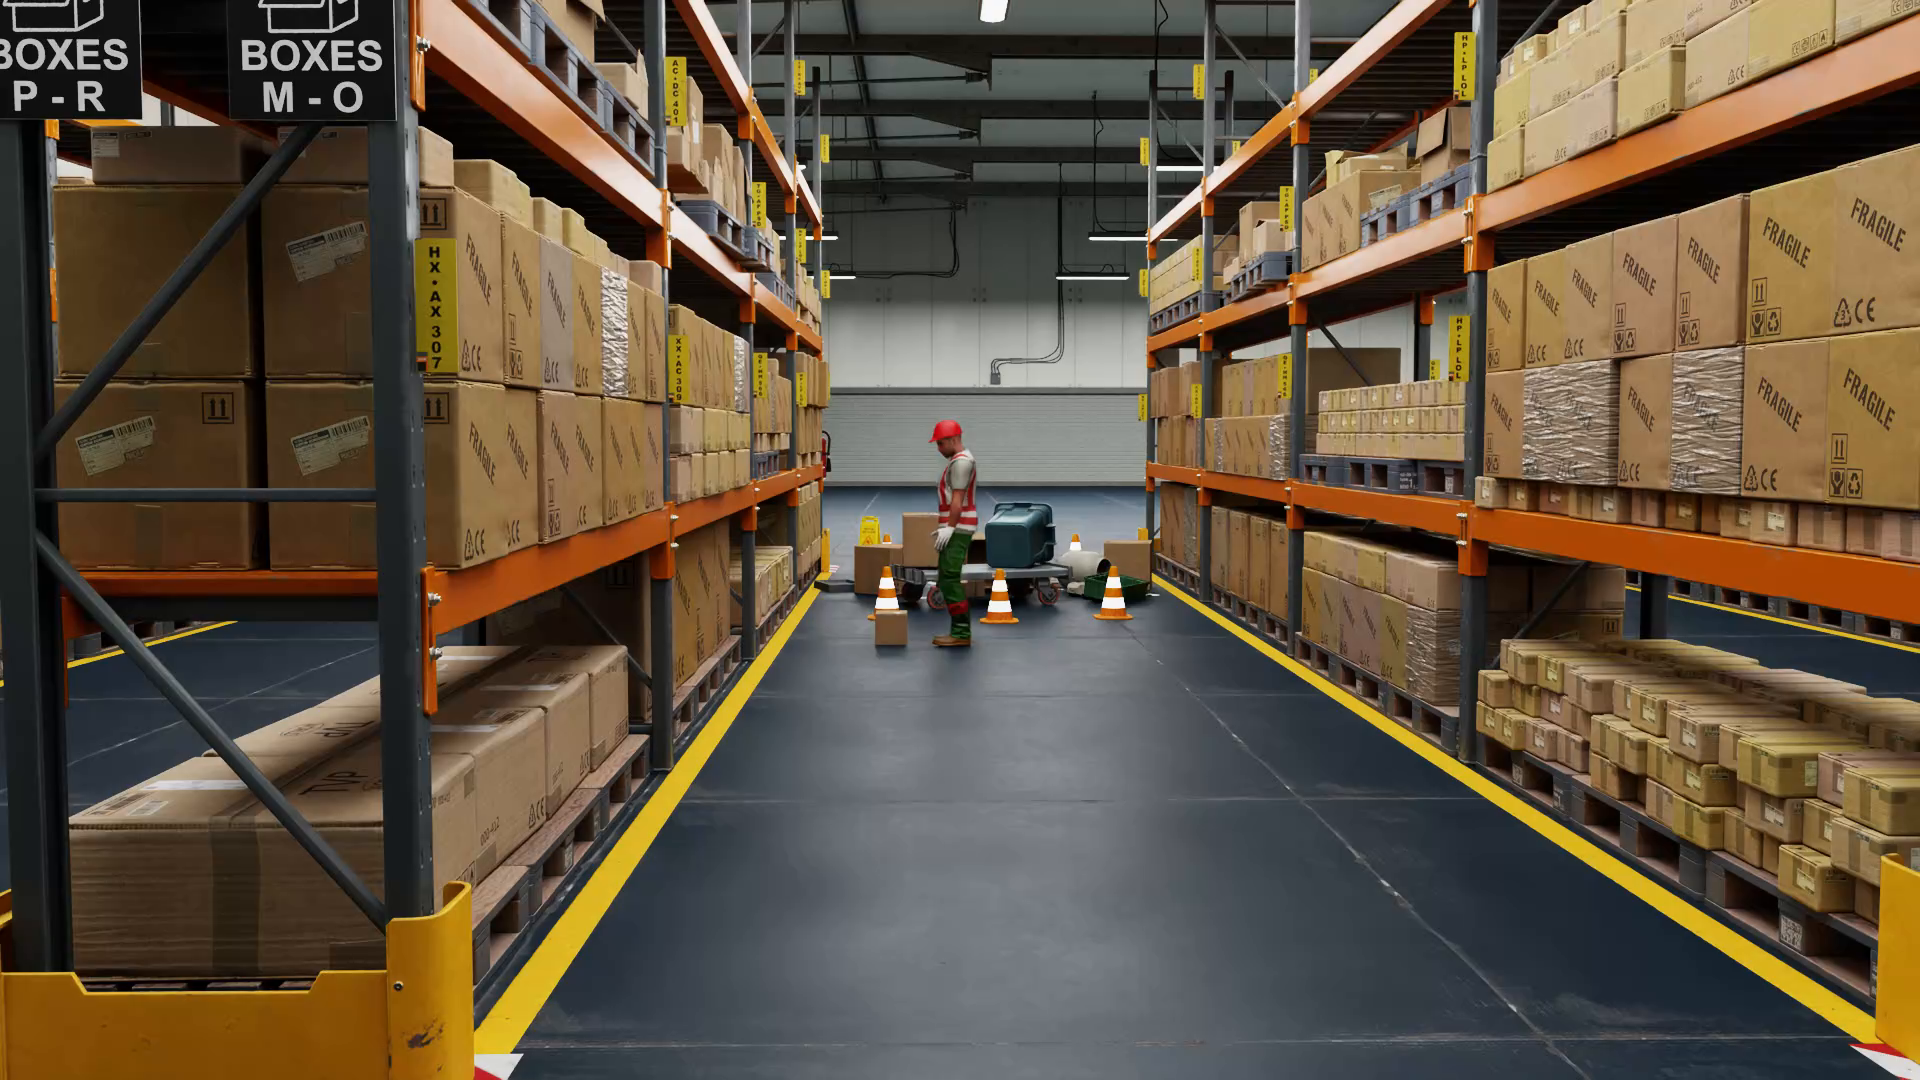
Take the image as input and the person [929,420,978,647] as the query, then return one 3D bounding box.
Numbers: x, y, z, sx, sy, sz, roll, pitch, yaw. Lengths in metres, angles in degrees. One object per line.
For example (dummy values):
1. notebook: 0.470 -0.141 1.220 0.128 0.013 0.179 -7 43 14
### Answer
1. person: -0.055 -0.056 13.033 0.388 1.768 0.533 0 4 0
